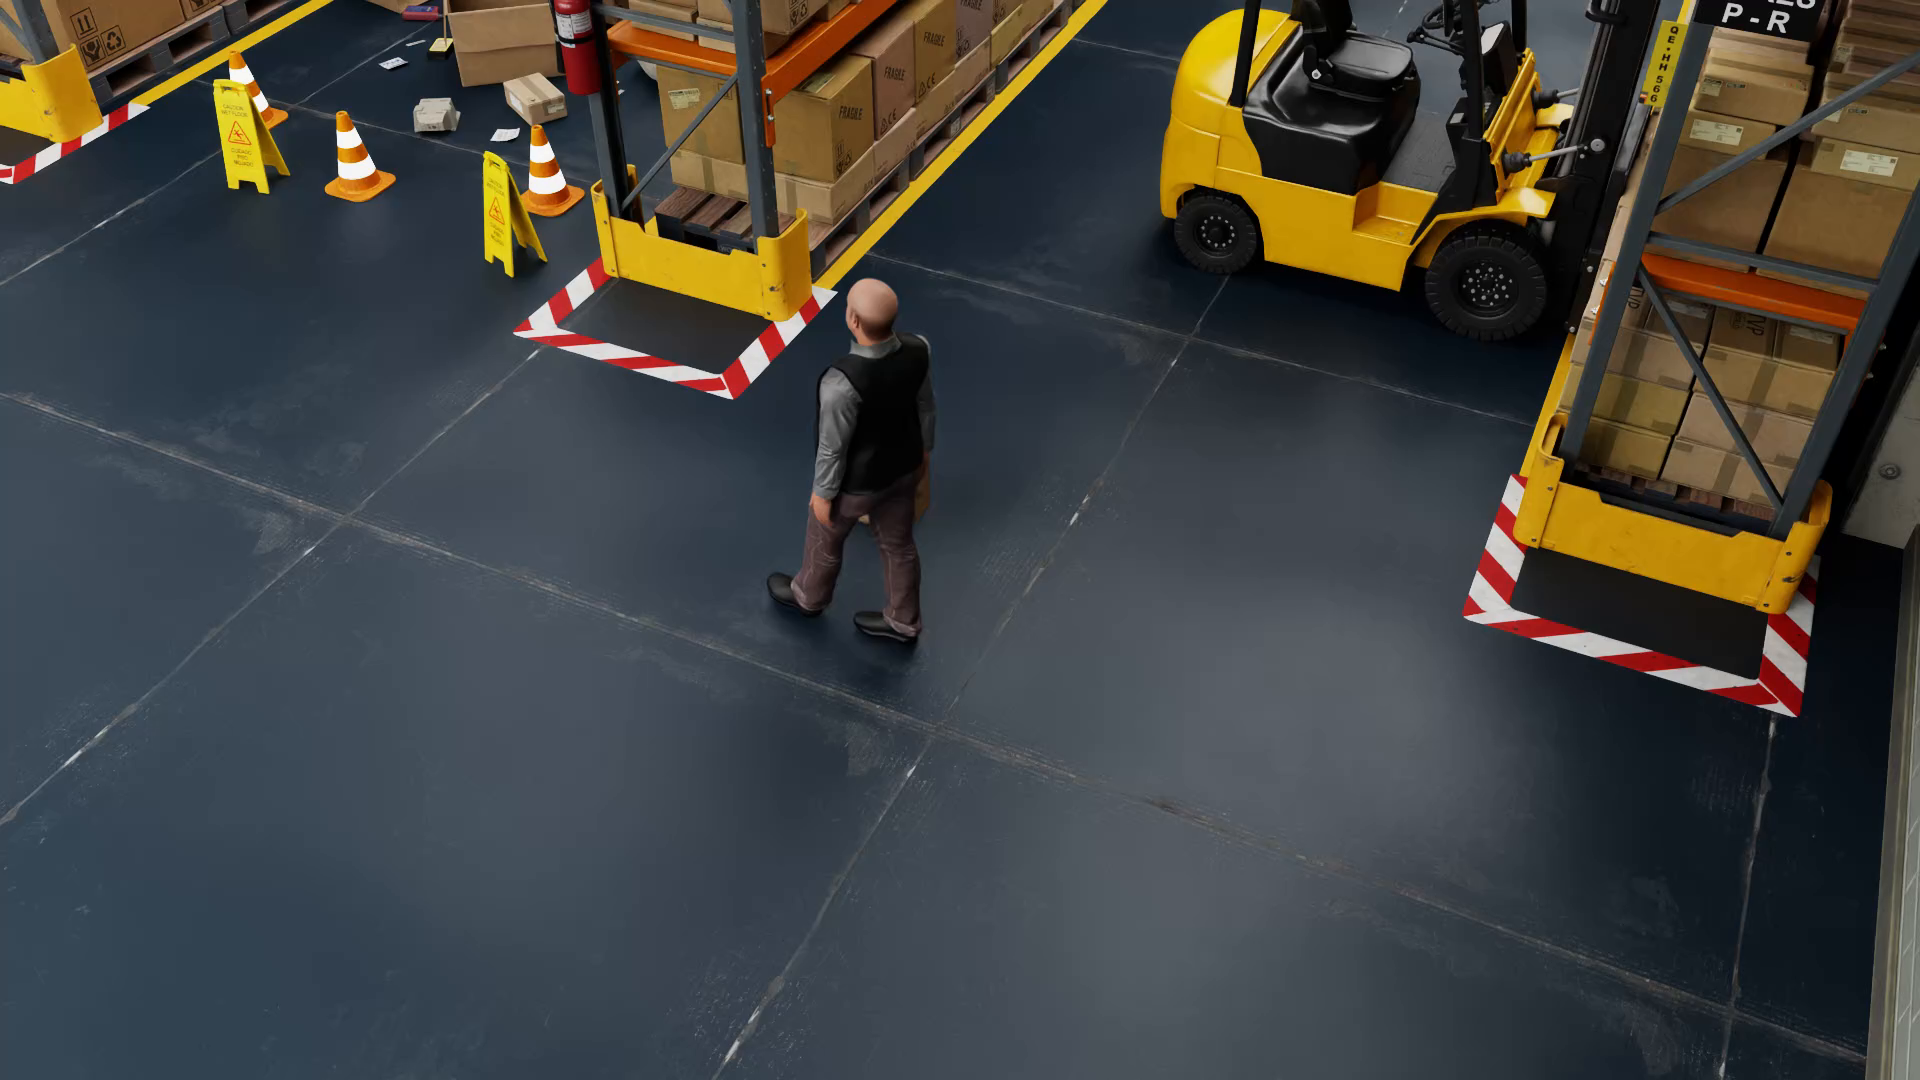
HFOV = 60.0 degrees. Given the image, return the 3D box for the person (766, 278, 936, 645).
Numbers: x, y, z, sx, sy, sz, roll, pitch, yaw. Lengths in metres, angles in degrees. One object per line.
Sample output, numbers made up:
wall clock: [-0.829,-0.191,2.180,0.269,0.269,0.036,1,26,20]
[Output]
person: [-0.450,-0.337,6.545,0.572,1.713,0.717,-32,51,-31]
